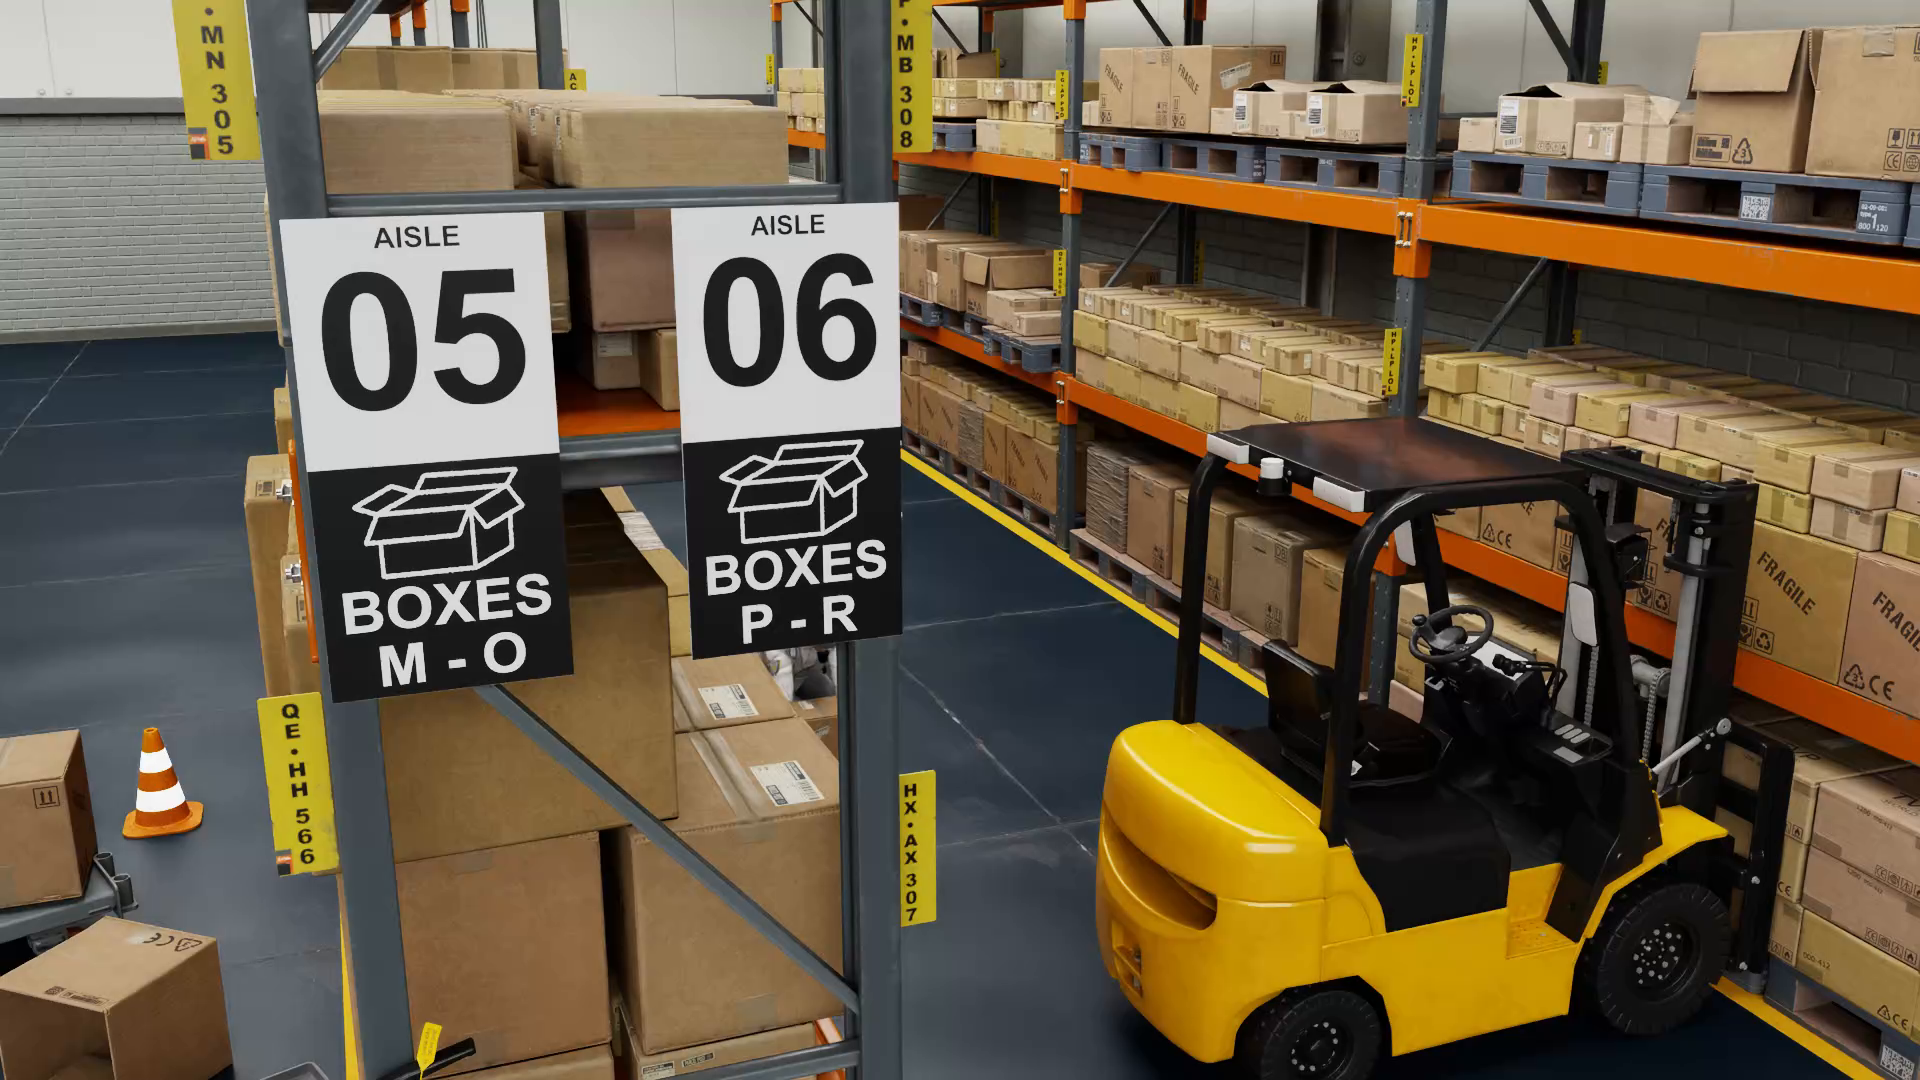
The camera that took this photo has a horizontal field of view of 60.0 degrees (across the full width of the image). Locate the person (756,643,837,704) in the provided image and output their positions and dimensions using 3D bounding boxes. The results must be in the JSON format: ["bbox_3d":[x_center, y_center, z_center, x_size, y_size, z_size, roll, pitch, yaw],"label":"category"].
[{"bbox_3d":[-0.788,0.699,8.338,0.468,0.979,0.837,-6,17,-21],"label":"person"}]
